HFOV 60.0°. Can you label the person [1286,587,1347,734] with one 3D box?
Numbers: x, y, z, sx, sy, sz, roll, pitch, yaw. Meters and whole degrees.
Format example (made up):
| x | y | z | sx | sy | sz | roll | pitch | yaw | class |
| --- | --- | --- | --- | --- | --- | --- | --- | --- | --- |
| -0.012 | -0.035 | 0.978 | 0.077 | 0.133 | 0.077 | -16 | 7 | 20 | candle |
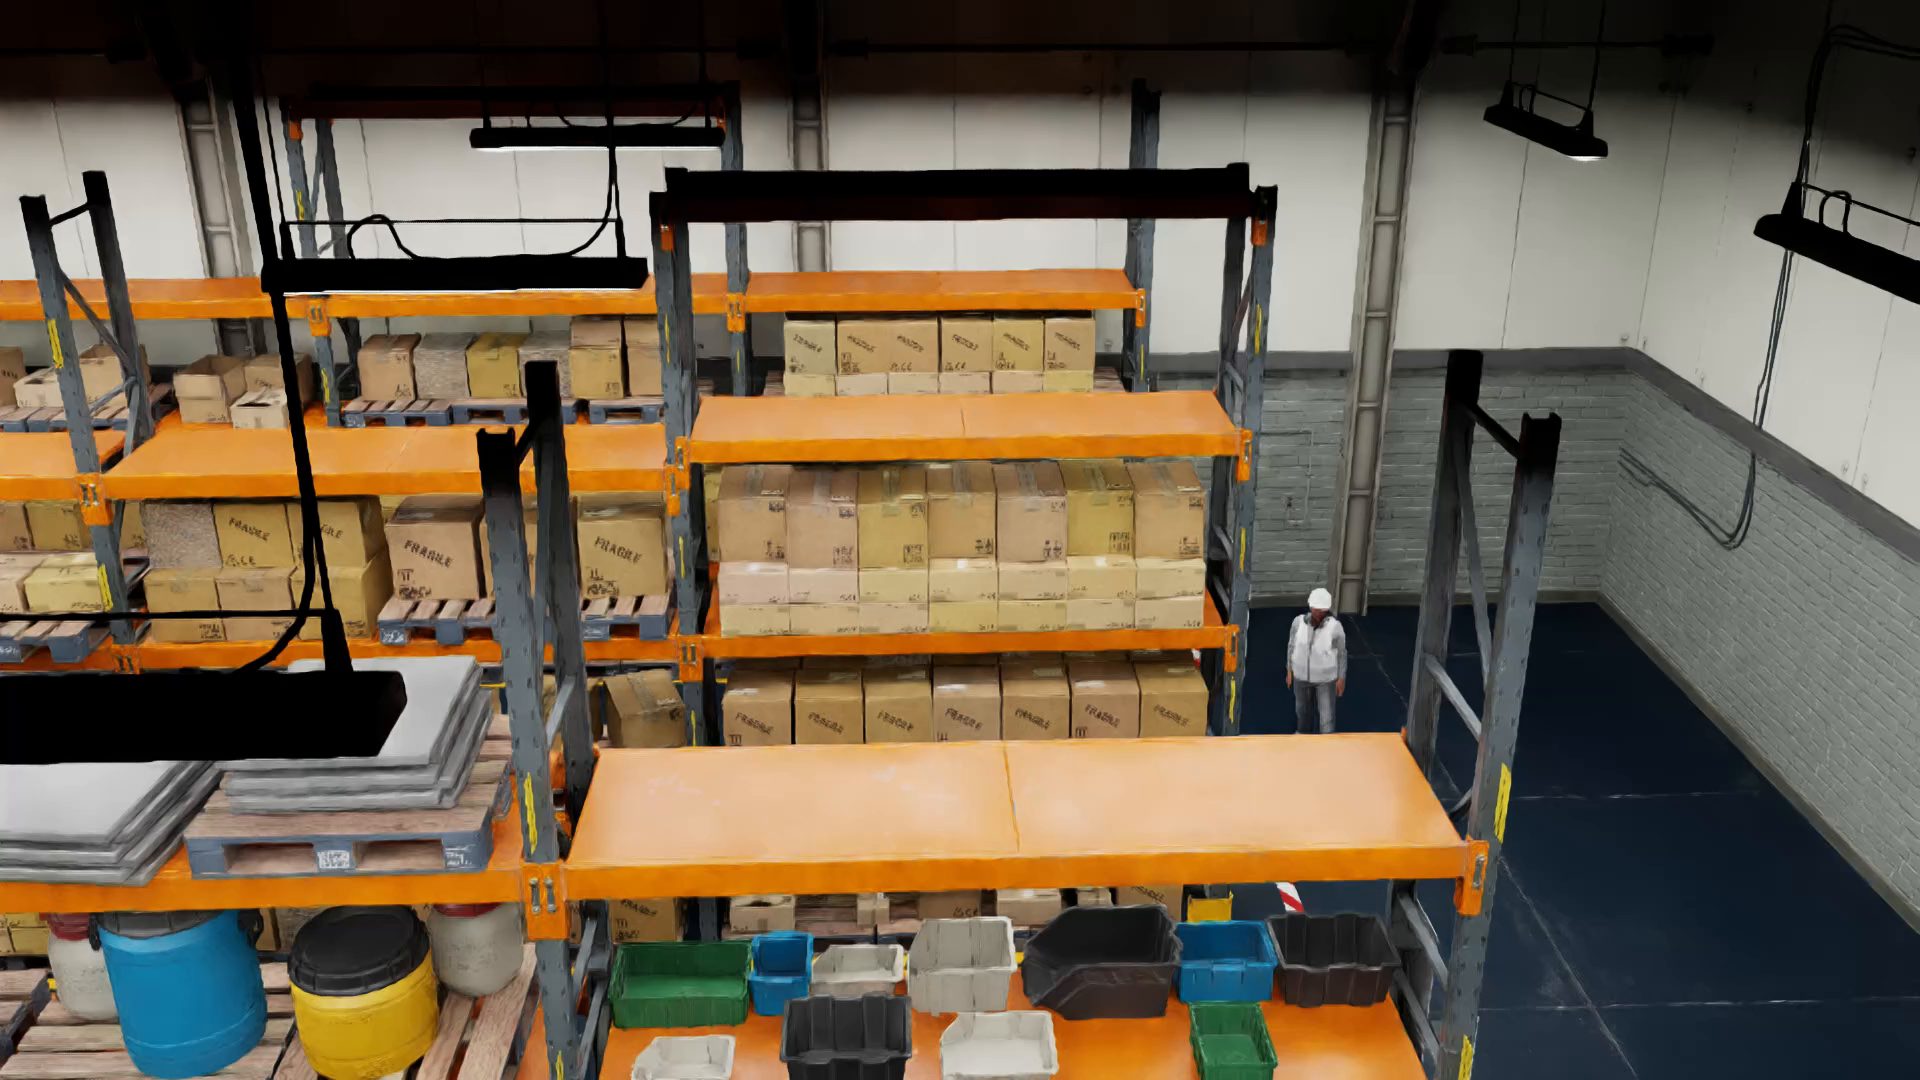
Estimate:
| x | y | z | sx | sy | sz | roll | pitch | yaw | class |
| --- | --- | --- | --- | --- | --- | --- | --- | --- | --- |
| 3.370 | 1.277 | 15.628 | 0.733 | 1.759 | 0.563 | 14 | 26 | 31 | person |
